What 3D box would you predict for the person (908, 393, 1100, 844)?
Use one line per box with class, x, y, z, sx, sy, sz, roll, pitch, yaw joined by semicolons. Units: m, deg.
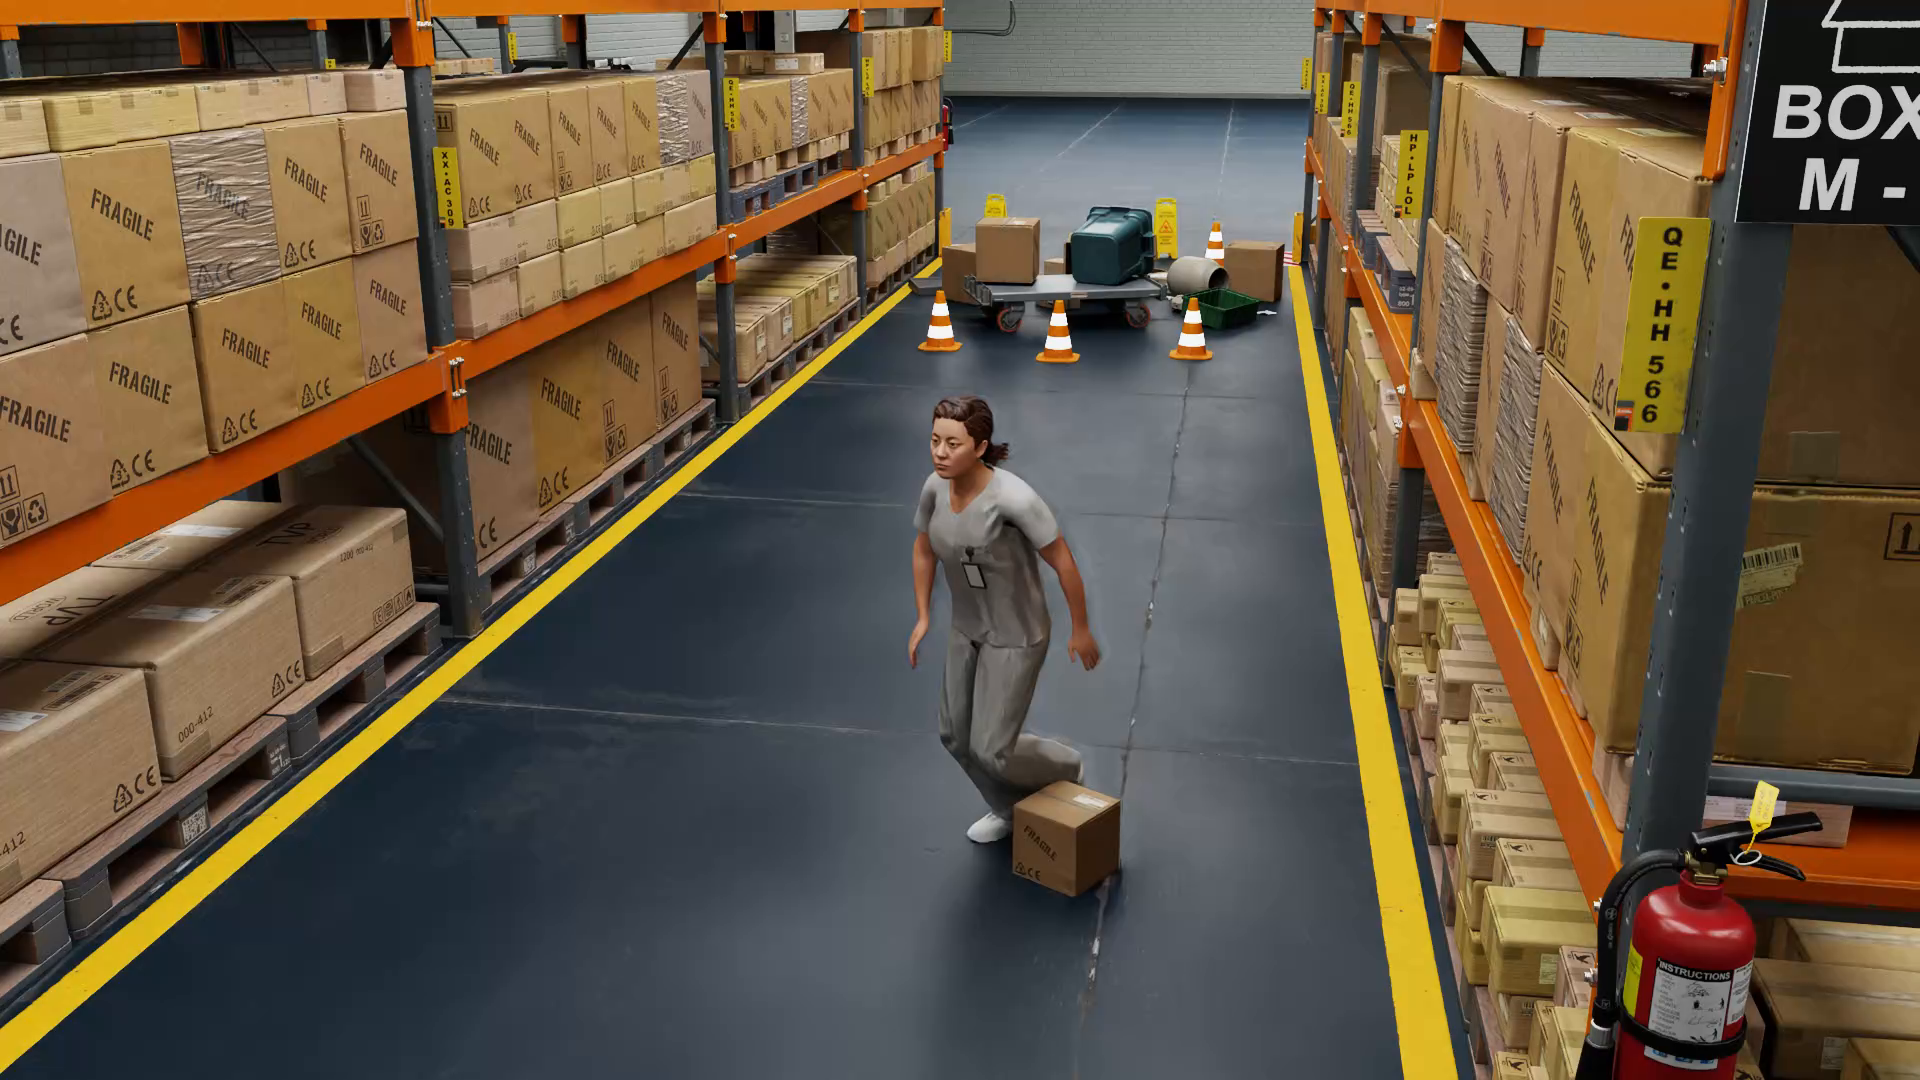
person;0.161;0.282;5.351;0.622;1.579;0.585;-14;23;-38
